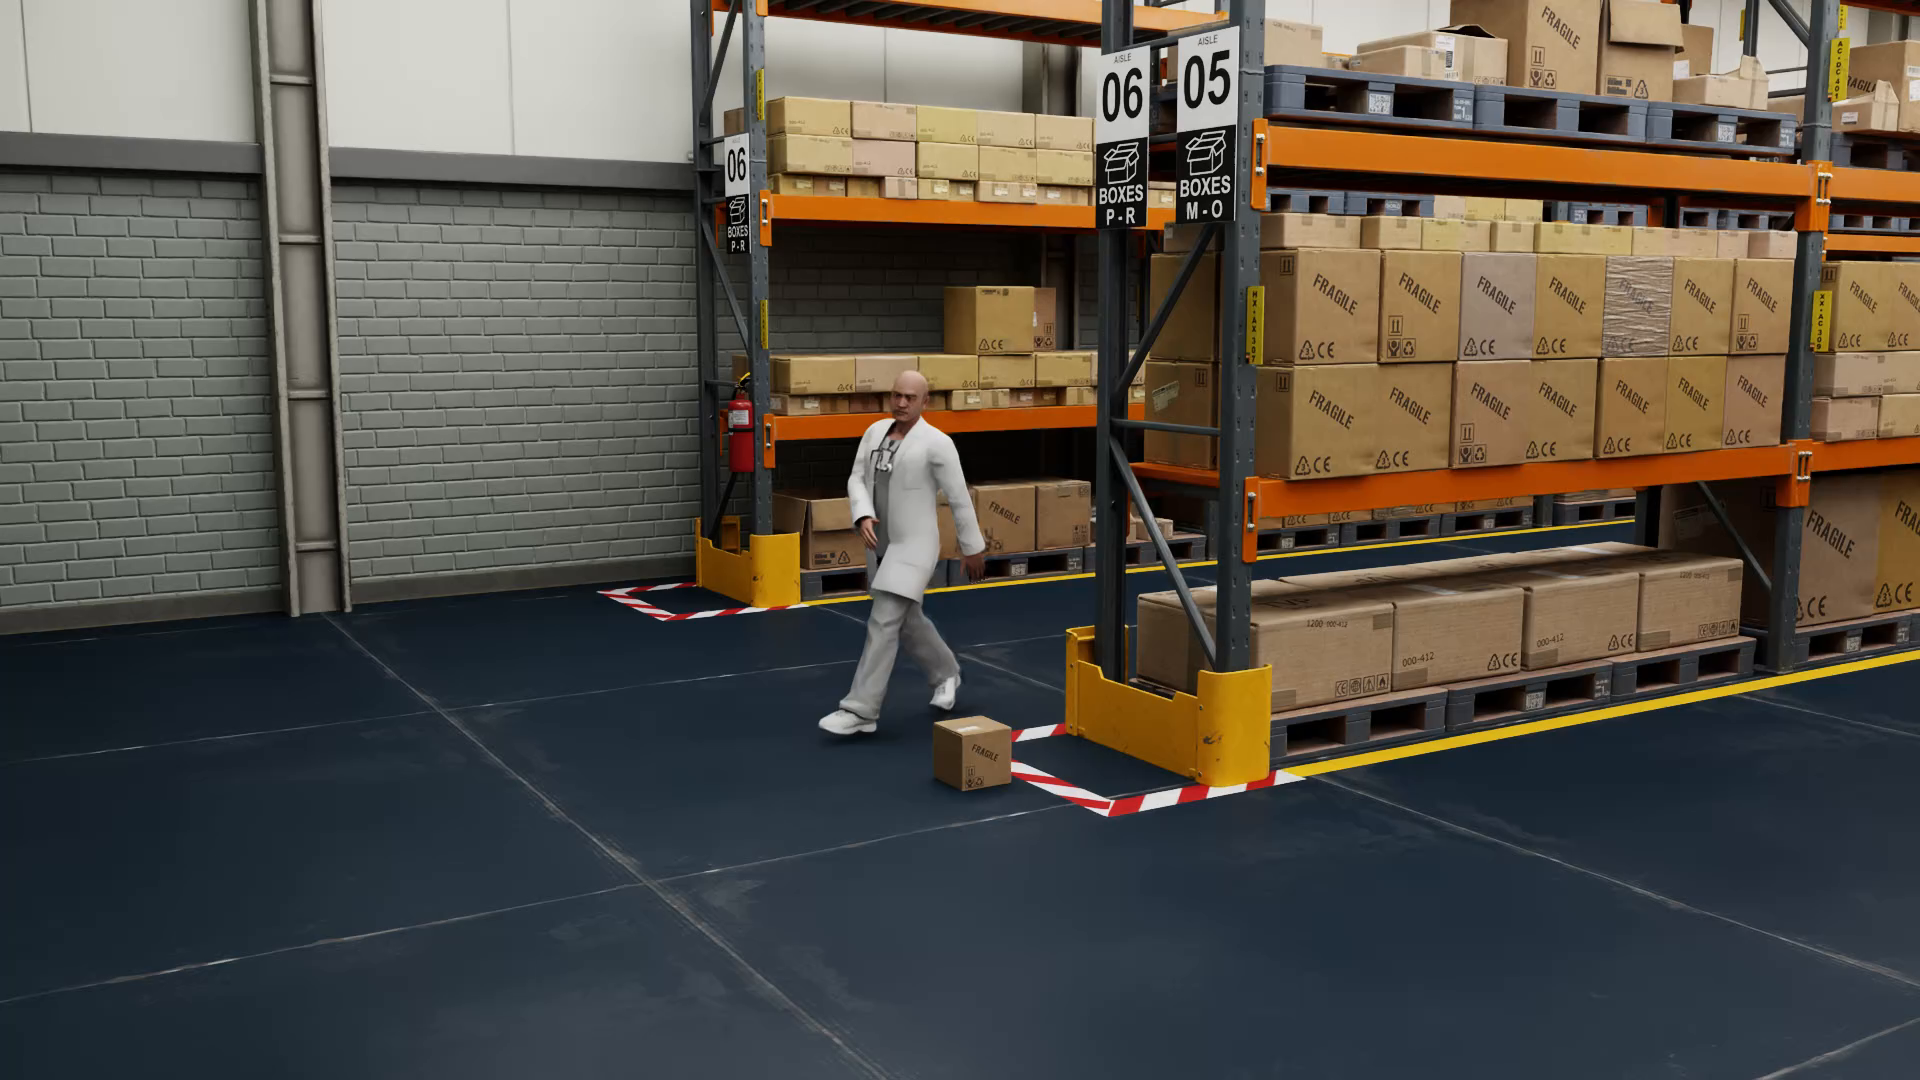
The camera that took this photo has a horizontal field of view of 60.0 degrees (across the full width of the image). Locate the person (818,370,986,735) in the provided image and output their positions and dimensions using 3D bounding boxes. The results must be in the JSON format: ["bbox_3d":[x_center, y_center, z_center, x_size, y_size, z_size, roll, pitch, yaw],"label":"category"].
[{"bbox_3d":[-0.260,0.048,8.051,0.567,1.733,1.058,8,11,43],"label":"person"}]
